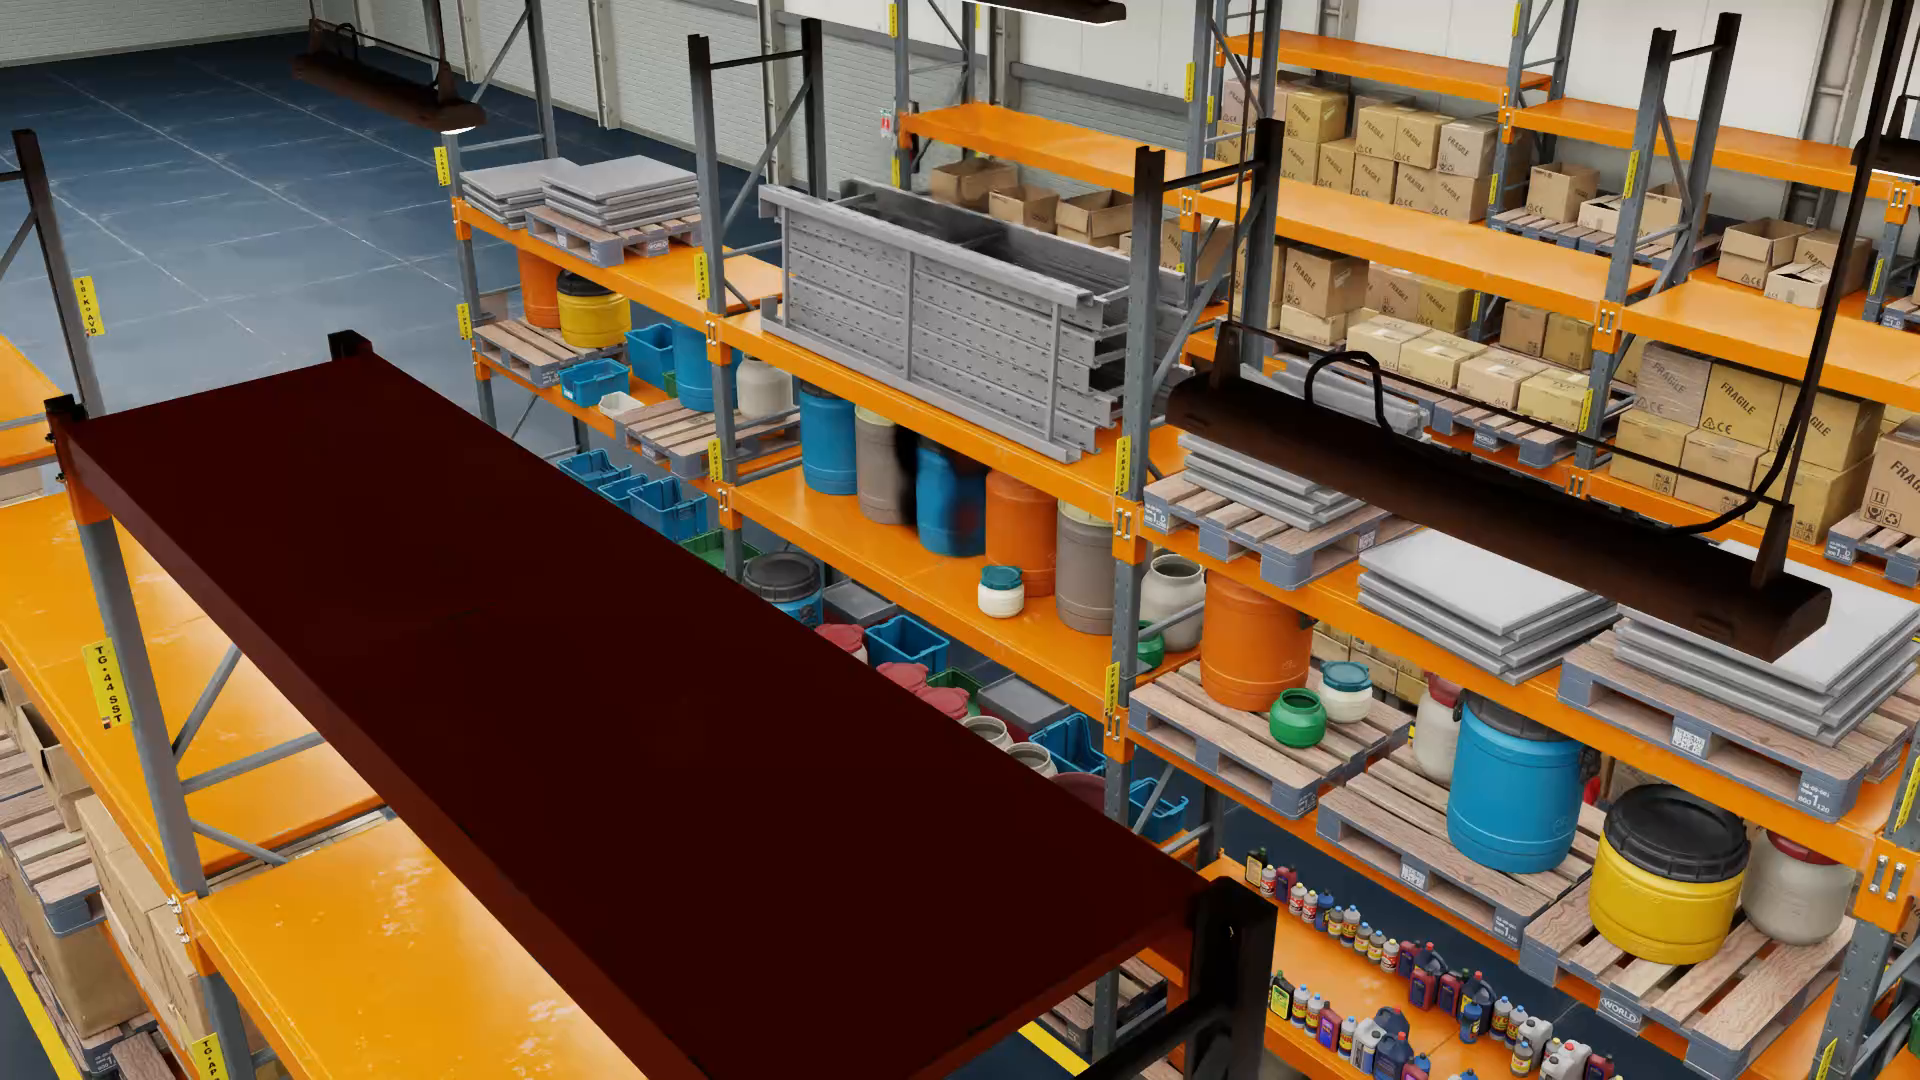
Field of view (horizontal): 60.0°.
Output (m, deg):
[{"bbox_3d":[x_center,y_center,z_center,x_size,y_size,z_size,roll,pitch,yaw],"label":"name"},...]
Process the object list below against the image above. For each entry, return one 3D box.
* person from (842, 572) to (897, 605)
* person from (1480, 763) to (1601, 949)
[{"bbox_3d":[-0.745,0.577,14.581,0.847,1.760,0.574,21,34,36],"label":"person"},{"bbox_3d":[4.118,2.181,11.367,0.849,1.778,0.648,22,34,36],"label":"person"}]
